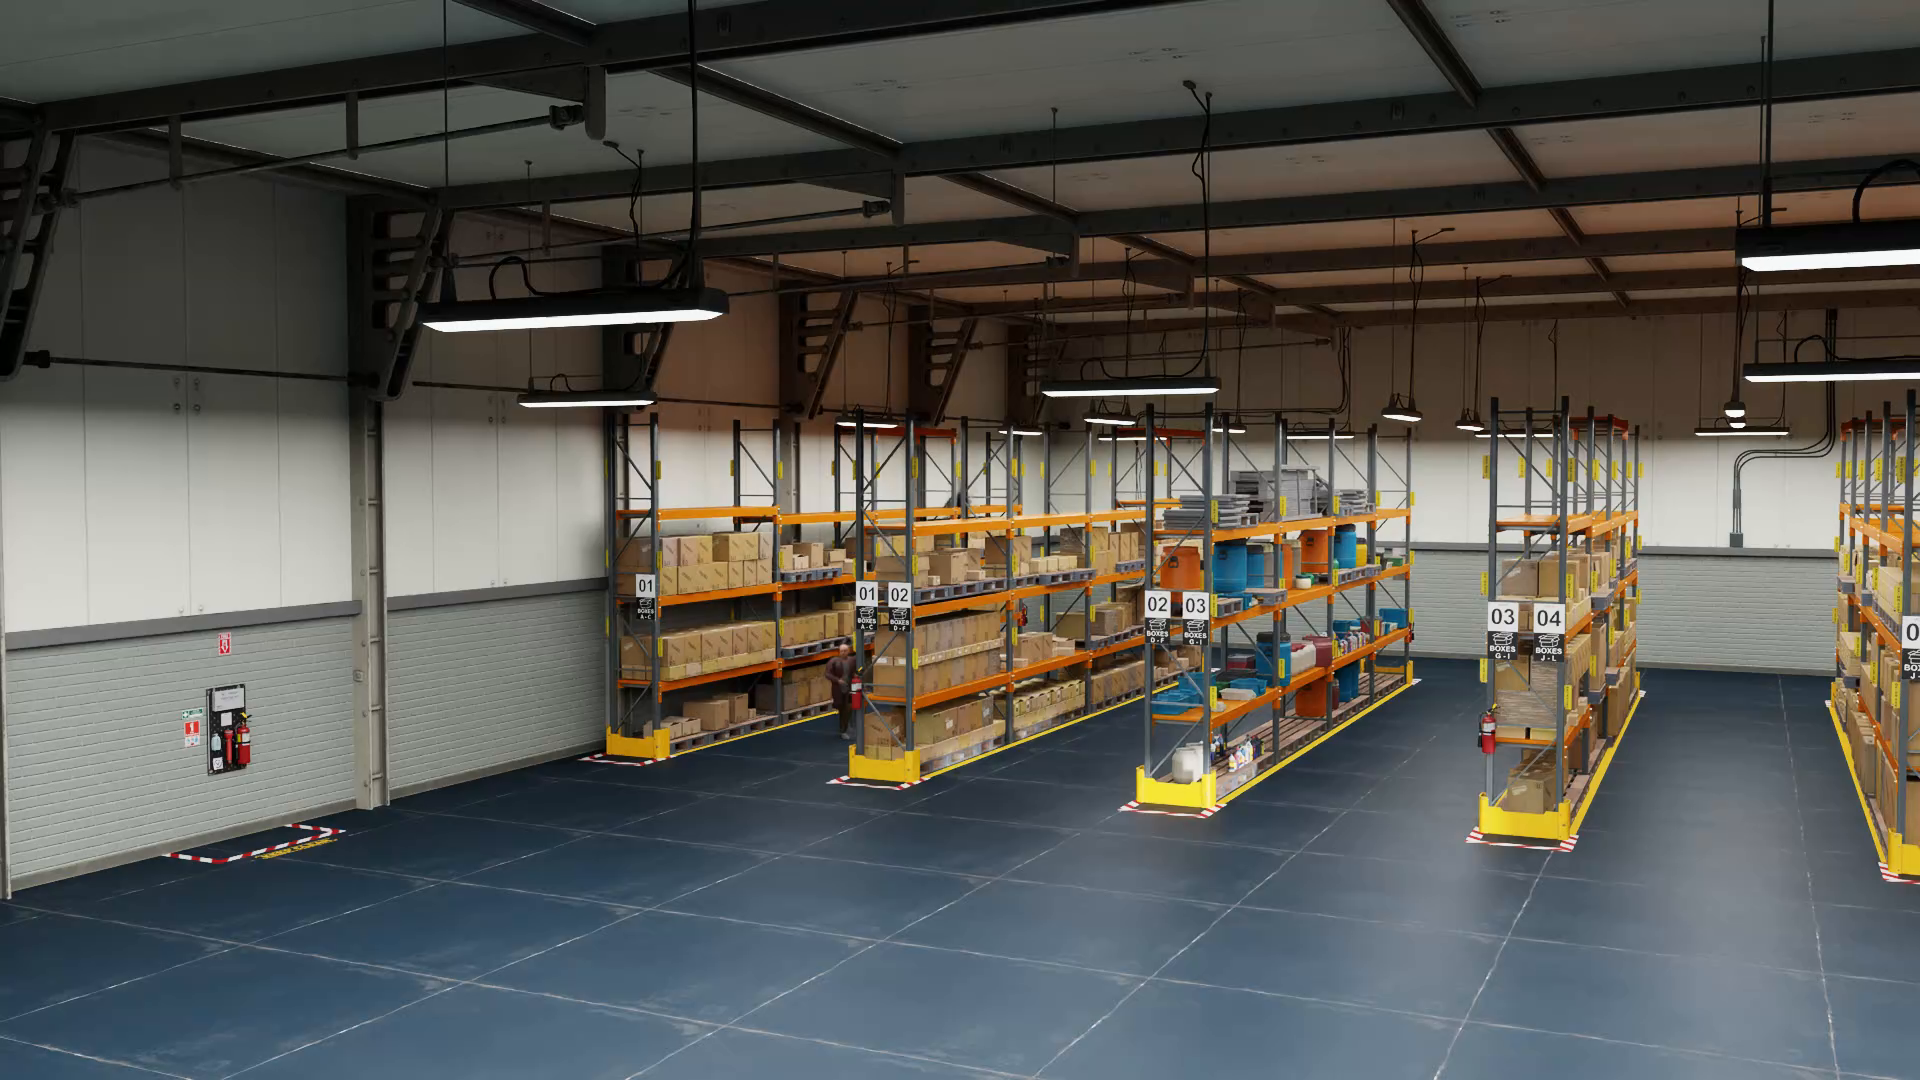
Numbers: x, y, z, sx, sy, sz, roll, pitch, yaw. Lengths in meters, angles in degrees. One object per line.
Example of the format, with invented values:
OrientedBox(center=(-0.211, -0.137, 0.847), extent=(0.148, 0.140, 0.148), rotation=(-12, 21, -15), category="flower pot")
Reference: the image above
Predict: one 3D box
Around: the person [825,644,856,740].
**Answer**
OrientedBox(center=(-2.213, 2.814, 31.140), extent=(0.672, 1.769, 0.908), rotation=(0, 2, -9), category="person")
